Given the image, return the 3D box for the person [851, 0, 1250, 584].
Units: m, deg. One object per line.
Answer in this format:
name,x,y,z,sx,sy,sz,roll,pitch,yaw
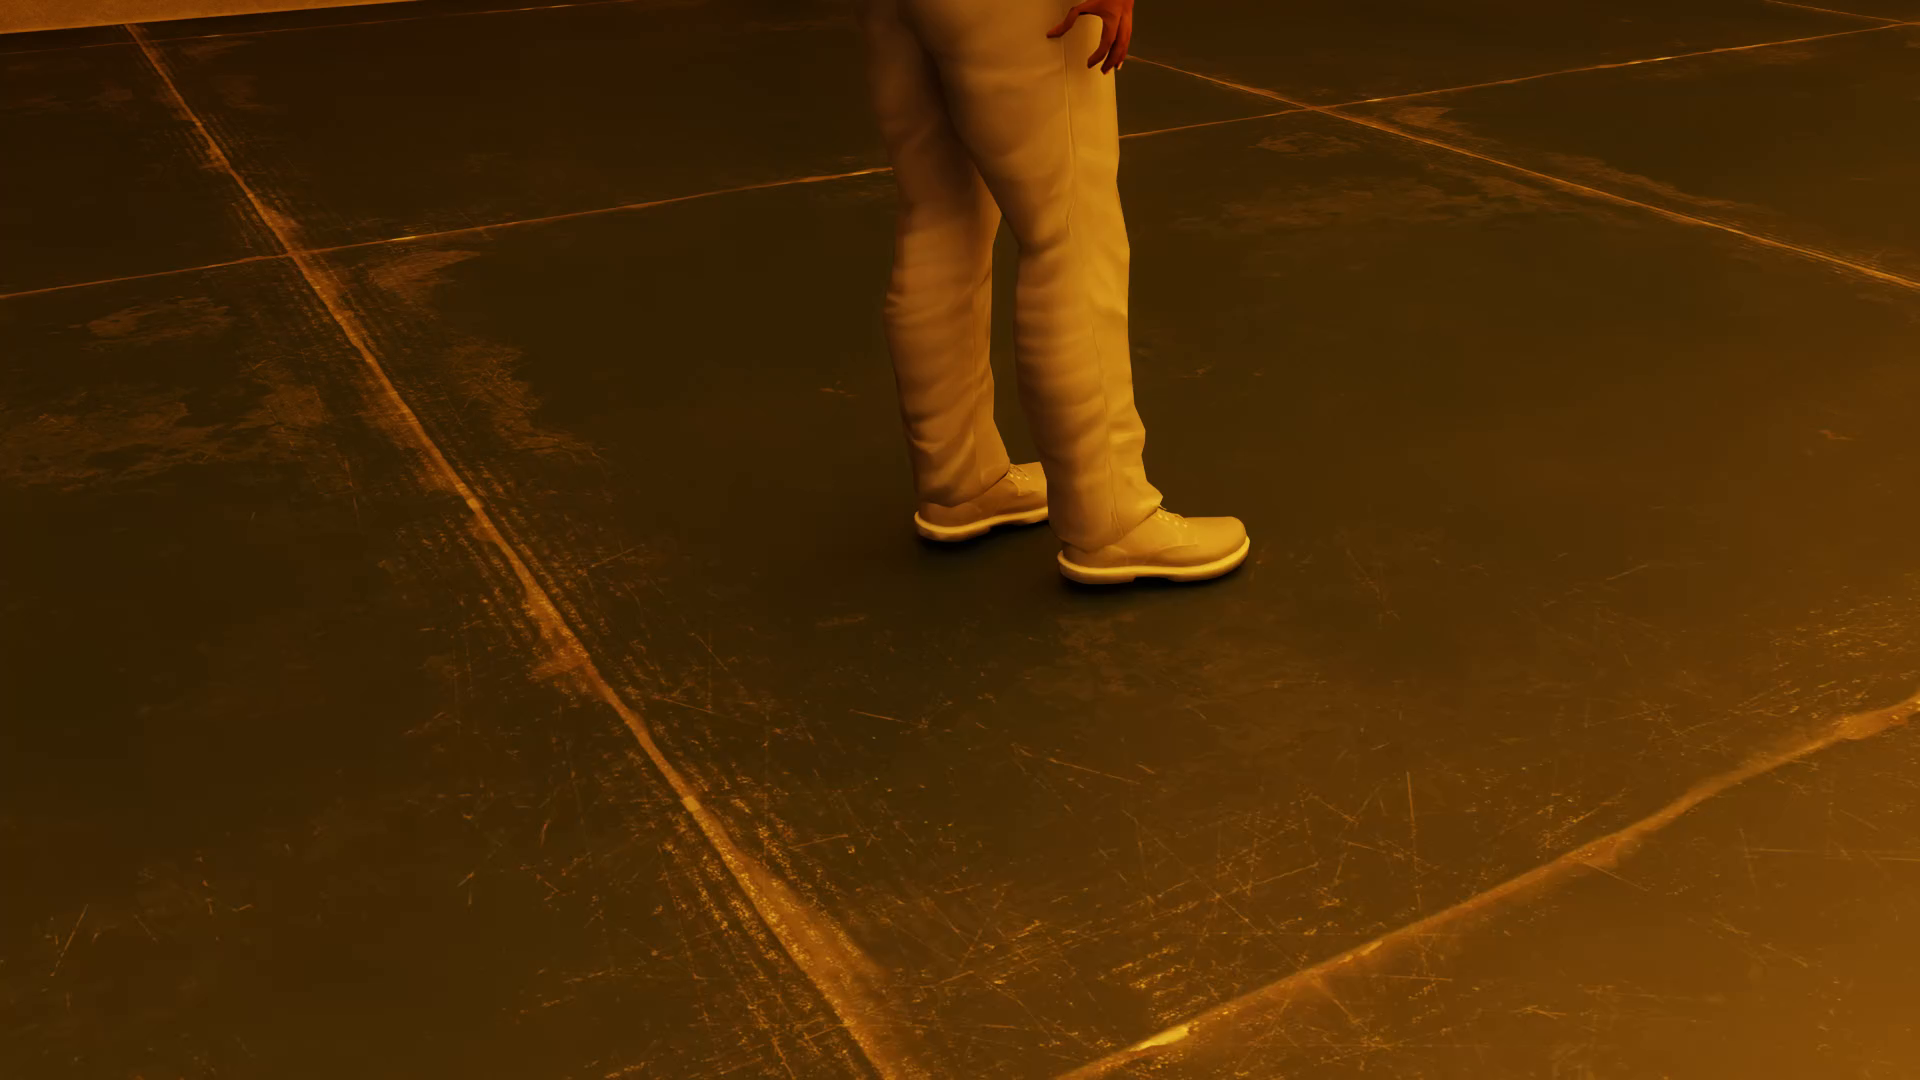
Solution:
person,0.080,-0.767,2.123,0.530,1.694,0.548,-15,30,-26
